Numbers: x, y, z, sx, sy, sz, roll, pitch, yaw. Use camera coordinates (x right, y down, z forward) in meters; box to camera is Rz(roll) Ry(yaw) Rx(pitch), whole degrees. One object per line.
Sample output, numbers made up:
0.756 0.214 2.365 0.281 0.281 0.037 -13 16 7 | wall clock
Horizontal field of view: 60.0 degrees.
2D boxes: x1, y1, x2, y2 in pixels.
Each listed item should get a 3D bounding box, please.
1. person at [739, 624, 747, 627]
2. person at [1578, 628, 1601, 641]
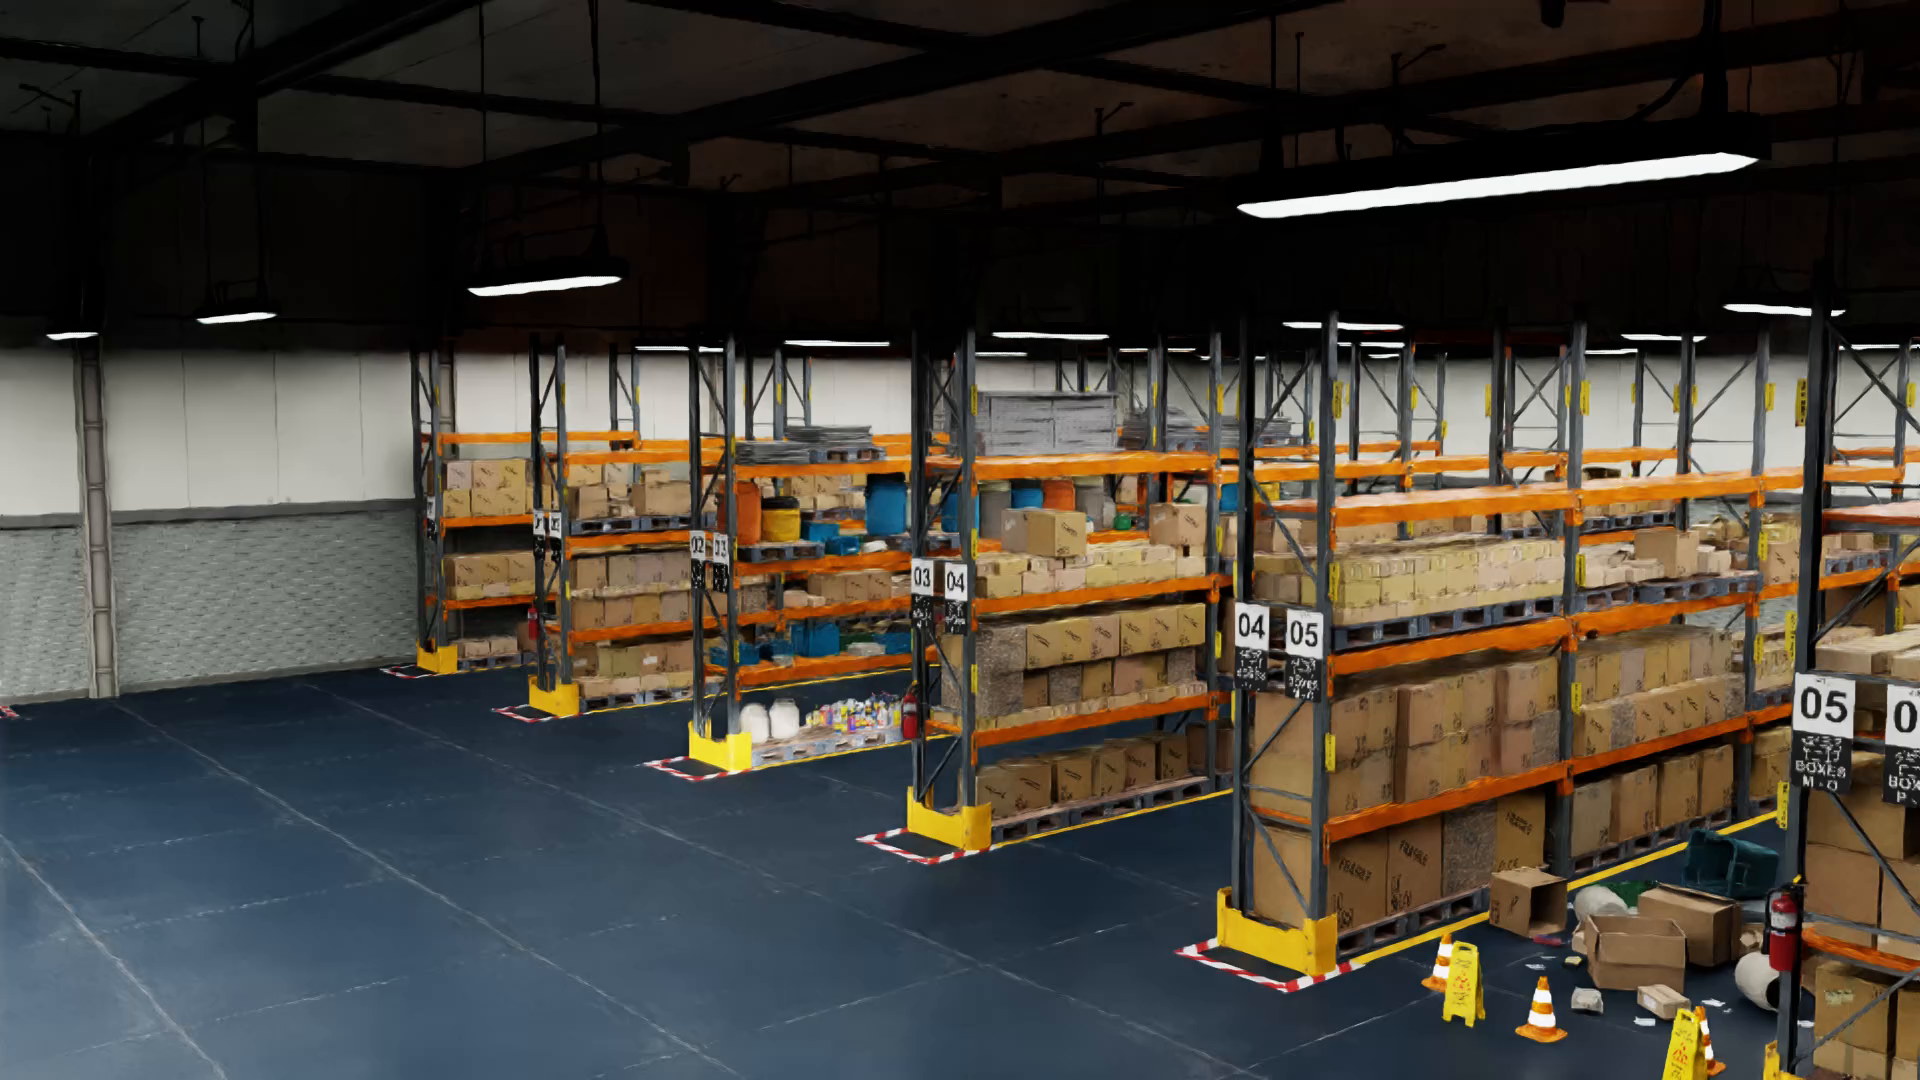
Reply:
-4.238 1.453 30.910 1.121 1.691 0.577 -4 7 -37 | person
9.392 2.007 24.728 1.122 1.688 0.566 -4 7 -37 | person
